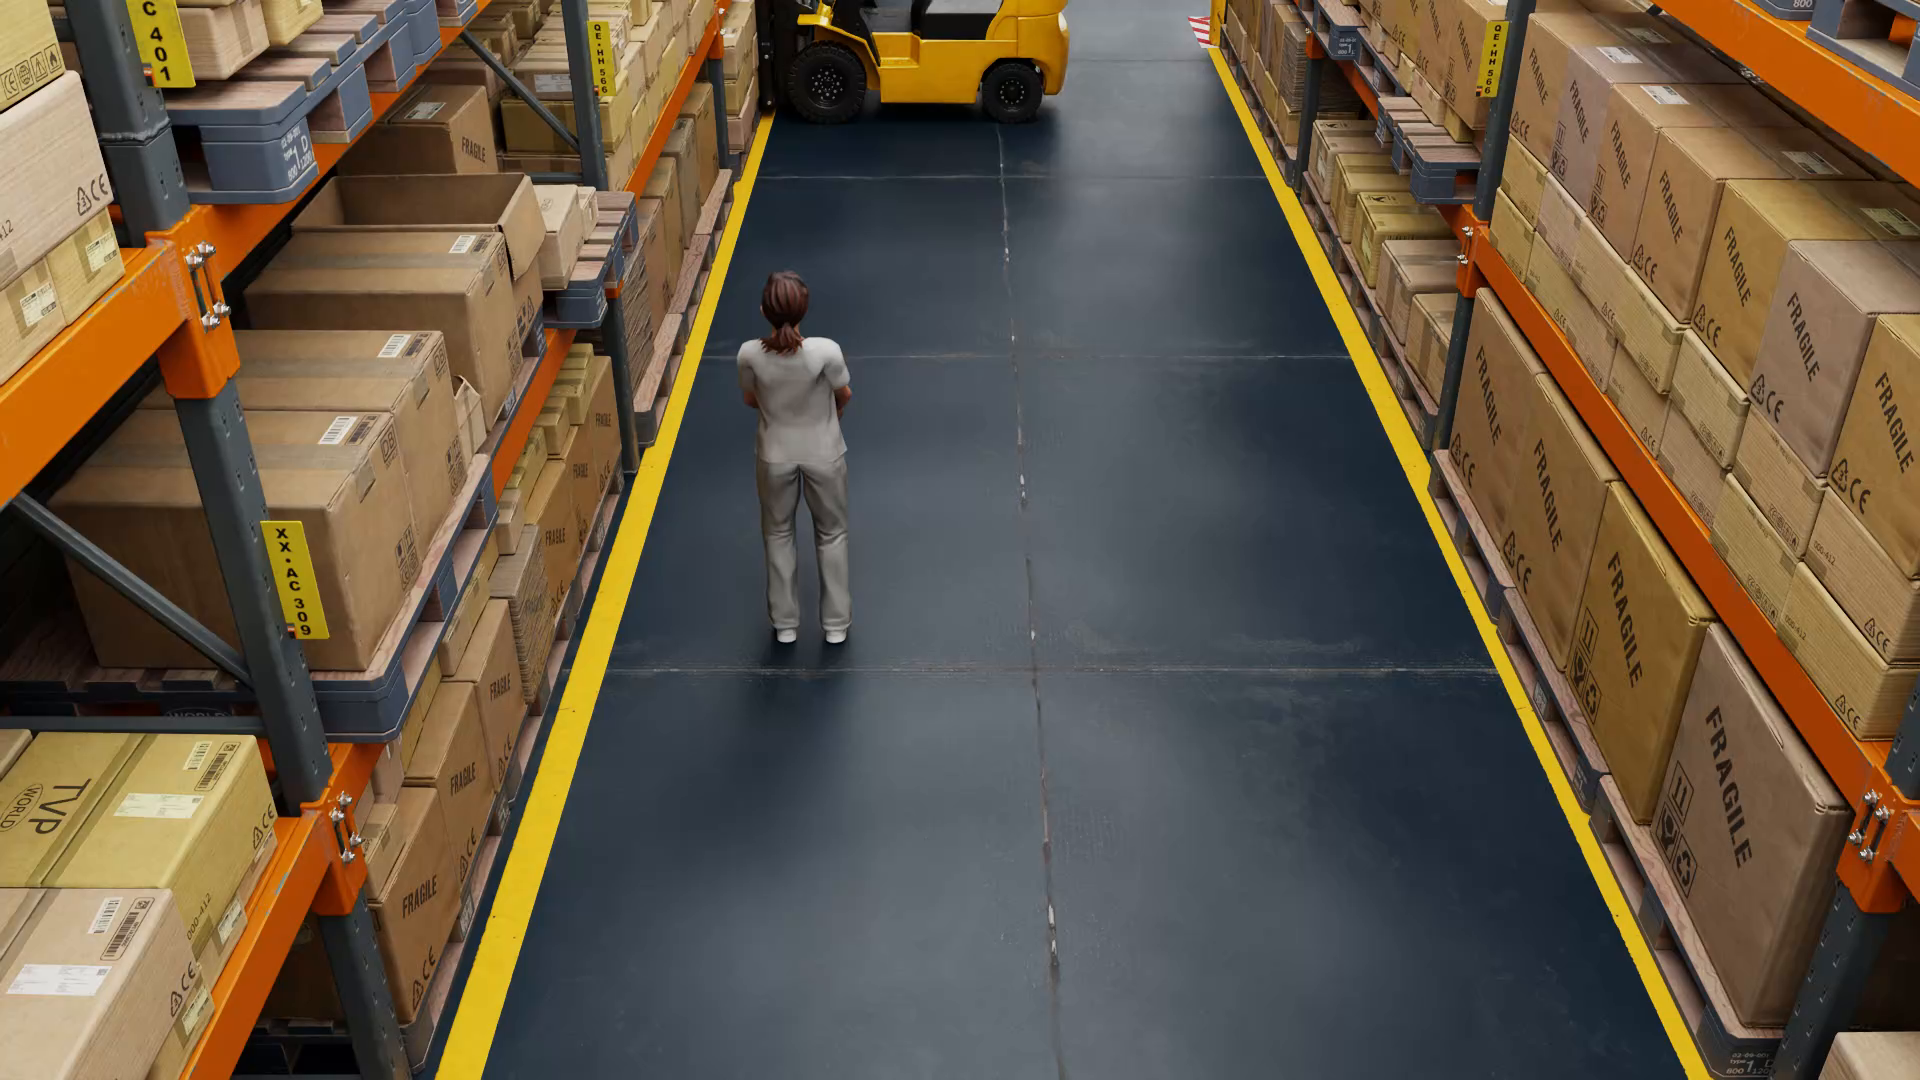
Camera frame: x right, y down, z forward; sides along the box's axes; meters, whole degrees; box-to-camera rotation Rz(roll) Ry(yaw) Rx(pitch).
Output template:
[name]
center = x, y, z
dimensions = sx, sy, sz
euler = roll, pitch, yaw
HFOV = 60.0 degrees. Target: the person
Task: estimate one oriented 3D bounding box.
[person]
center = -0.649, -0.358, 6.728
dimensions = 0.438, 1.662, 0.560
euler = 0, 32, -1
